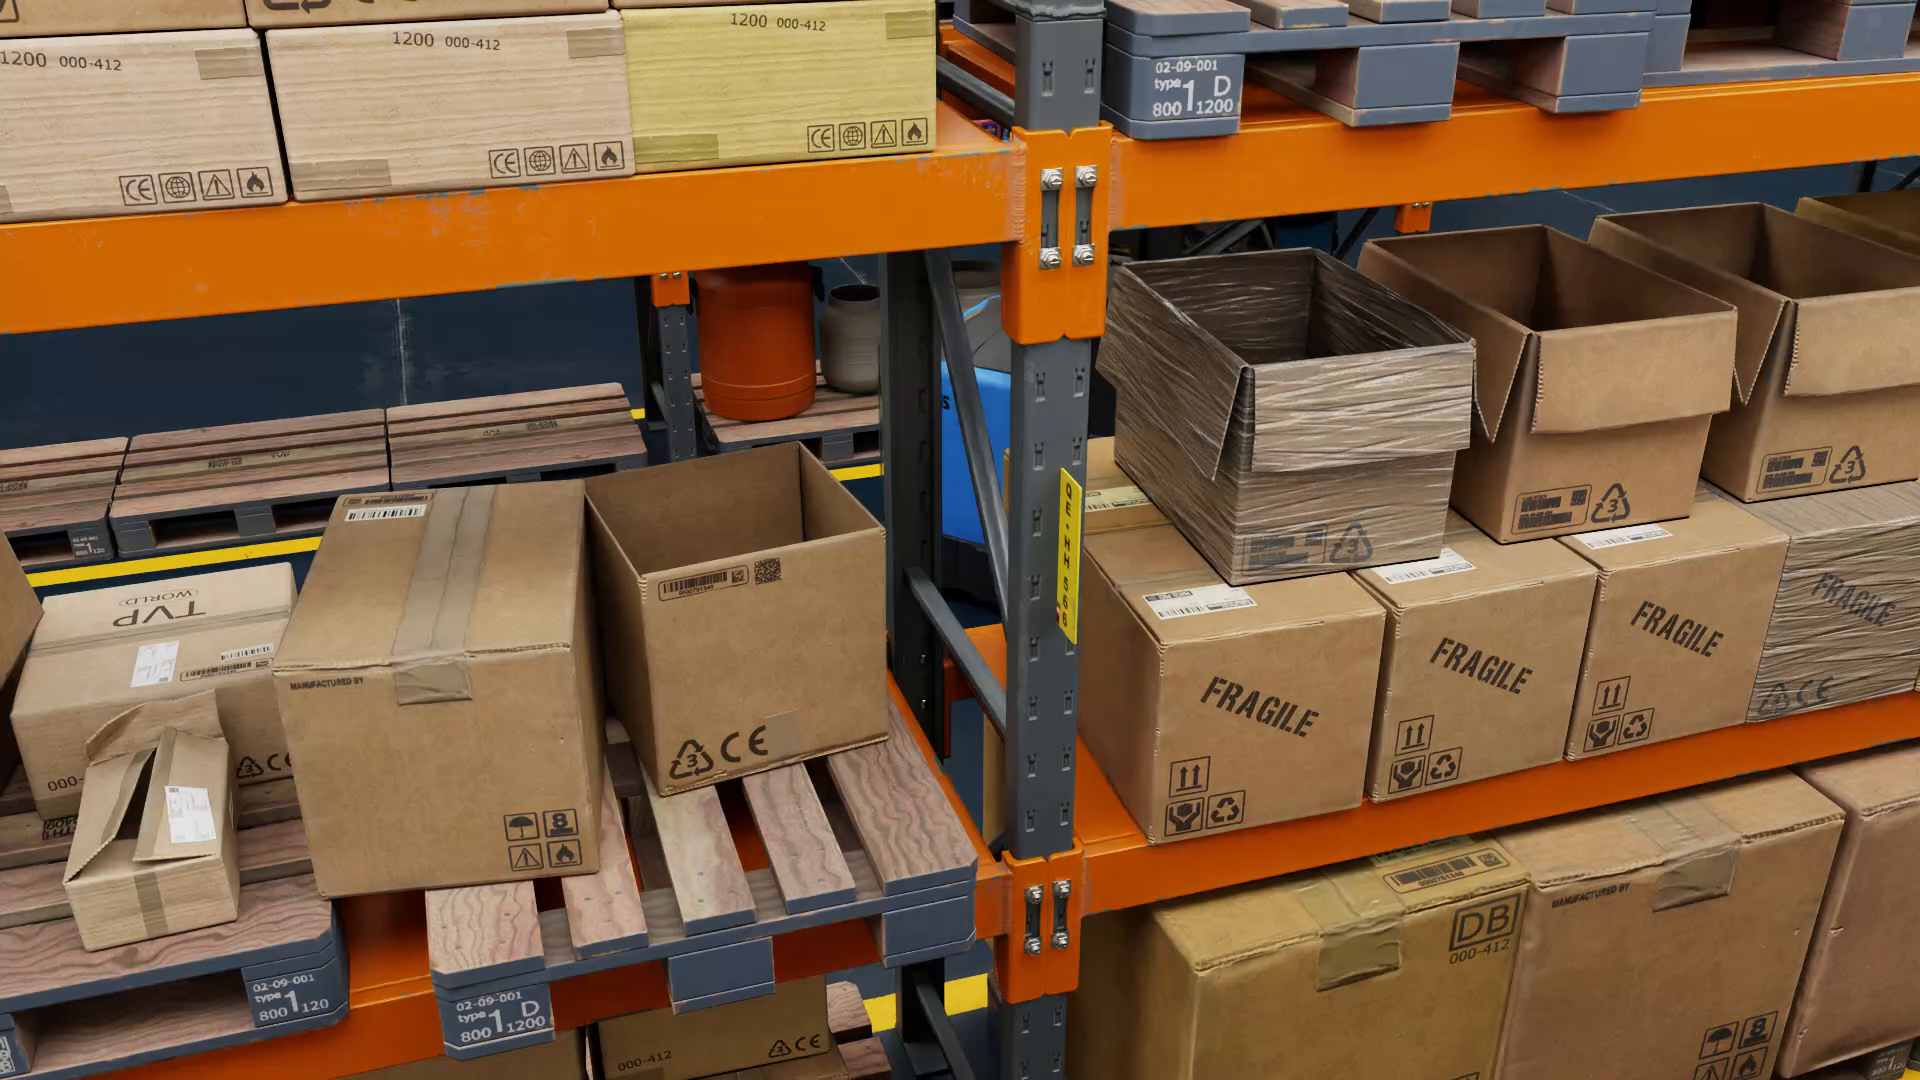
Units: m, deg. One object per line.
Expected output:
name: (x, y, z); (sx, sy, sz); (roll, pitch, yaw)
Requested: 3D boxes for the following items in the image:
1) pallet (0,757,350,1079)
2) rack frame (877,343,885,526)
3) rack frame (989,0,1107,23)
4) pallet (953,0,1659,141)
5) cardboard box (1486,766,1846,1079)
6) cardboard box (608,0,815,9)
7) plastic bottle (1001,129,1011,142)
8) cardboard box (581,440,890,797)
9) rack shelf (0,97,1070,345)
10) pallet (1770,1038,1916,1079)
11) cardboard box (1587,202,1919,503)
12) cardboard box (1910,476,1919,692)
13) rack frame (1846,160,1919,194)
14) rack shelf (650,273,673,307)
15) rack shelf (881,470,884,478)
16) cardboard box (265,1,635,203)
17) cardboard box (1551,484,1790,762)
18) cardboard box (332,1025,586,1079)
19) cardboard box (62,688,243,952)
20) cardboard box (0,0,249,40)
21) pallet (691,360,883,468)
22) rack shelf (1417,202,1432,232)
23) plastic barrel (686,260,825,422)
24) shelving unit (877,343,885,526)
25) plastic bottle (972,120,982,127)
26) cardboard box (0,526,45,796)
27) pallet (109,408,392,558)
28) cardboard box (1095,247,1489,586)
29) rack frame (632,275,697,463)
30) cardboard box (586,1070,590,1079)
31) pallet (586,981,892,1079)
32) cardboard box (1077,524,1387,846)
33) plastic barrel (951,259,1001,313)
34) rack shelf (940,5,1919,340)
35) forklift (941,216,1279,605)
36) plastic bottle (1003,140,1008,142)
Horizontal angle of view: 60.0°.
pallet: (-1.845, 0.662, 3.258); (1.213, 0.211, 1.003); (-8, 28, -16)
rack frame: (-0.336, -0.439, 7.622); (0.006, 0.900, 0.240); (-8, 28, -16)
rack frame: (0.024, -2.401, 2.466); (0.127, 3.000, 1.000); (-8, 28, -16)
pallet: (0.620, -1.083, 3.398); (1.003, 0.211, 1.213); (-7, 27, -14)
cardboard box: (1.537, 0.844, 4.593); (0.875, 0.875, 1.225); (-8, 28, -16)
cardboard box: (-0.352, -1.154, 2.654); (0.500, 0.500, 0.500); (-8, 27, -15)
plastic bottle: (0.299, -1.966, 8.391); (0.185, 0.351, 0.144); (-8, 28, -16)
cardboard box: (-0.477, 0.145, 3.500); (0.500, 0.500, 0.500); (-12, 29, -22)
rack shelf: (-1.877, -0.459, 2.738); (4.000, 0.370, 1.077); (-8, 28, -16)
pallet: (1.955, 1.292, 4.909); (1.213, 0.211, 1.003); (-8, 28, -16)
cardboard box: (1.981, -0.485, 4.113); (0.637, 0.503, 0.797); (-7, 27, -14)
cardboard box: (2.500, 0.011, 4.242); (0.500, 0.500, 0.500); (-9, 28, -17)
rack frame: (6.097, -2.909, 10.237); (0.127, 3.000, 1.000); (-8, 28, -16)
rack shelf: (-3.411, -1.210, 7.623); (4.000, 0.370, 1.077); (-8, 28, -16)
rack shelf: (-0.239, -0.262, 7.745); (0.200, 0.077, 0.258); (-8, 28, -16)
cardboard box: (-0.819, -0.747, 2.676); (0.500, 0.250, 0.500); (-8, 28, -16)
cardboard box: (1.547, 0.146, 3.970); (0.500, 0.500, 0.500); (-9, 28, -17)
cardboard box: (-1.105, 1.056, 3.724); (0.500, 0.250, 0.500); (-5, 27, -10)
cardboard box: (-1.478, 0.502, 3.044); (0.258, 0.266, 0.396); (-9, 28, -18)
cardboard box: (-1.311, -1.017, 2.378); (0.500, 0.500, 0.500); (-8, 27, -15)
pallet: (-0.773, -0.685, 8.892); (1.213, 0.211, 1.003); (-8, 28, -16)
rack shelf: (4.196, -2.312, 9.842); (4.000, 0.370, 1.077); (-8, 28, -16)
plastic barrel: (-1.049, -1.098, 8.557); (0.708, 0.830, 0.600); (-8, 28, -16)
shelving unit: (-0.239, -0.453, 7.650); (0.210, 0.900, 0.258); (-8, 28, -16)
plastic bottle: (0.050, -2.113, 8.765); (0.133, 0.283, 0.061); (-8, 28, -16)
cardboard box: (-2.159, 0.325, 3.133); (0.637, 0.503, 0.797); (-5, 27, -11)
pallet: (-3.416, -0.302, 8.121); (1.213, 0.211, 1.003); (-8, 28, -16)
cardboard box: (0.725, -0.301, 3.743); (0.637, 0.503, 0.797); (-7, 27, -14)
rack frame: (-1.509, -1.808, 8.018); (0.127, 3.000, 1.000); (-8, 28, -16)
cardboard box: (-1.130, 1.392, 3.890); (0.500, 0.500, 0.700); (-11, 28, -20)
pallet: (-0.719, 1.643, 4.204); (1.213, 0.211, 1.003); (-8, 28, -16)
cardboard box: (0.571, 0.290, 3.680); (0.500, 0.500, 0.500); (-7, 27, -15)
plastic barrel: (0.024, -1.146, 8.924); (0.708, 0.588, 0.600); (-8, 28, -16)
rack shelf: (1.926, -1.010, 3.847); (4.000, 0.370, 1.077); (-8, 28, -16)
forklift: (1.237, -0.991, 6.451); (3.031, 2.935, 1.130); (14, 30, 26)
plastic bottle: (0.219, -1.836, 8.220); (0.097, 0.271, 0.097); (0, 26, 0)
